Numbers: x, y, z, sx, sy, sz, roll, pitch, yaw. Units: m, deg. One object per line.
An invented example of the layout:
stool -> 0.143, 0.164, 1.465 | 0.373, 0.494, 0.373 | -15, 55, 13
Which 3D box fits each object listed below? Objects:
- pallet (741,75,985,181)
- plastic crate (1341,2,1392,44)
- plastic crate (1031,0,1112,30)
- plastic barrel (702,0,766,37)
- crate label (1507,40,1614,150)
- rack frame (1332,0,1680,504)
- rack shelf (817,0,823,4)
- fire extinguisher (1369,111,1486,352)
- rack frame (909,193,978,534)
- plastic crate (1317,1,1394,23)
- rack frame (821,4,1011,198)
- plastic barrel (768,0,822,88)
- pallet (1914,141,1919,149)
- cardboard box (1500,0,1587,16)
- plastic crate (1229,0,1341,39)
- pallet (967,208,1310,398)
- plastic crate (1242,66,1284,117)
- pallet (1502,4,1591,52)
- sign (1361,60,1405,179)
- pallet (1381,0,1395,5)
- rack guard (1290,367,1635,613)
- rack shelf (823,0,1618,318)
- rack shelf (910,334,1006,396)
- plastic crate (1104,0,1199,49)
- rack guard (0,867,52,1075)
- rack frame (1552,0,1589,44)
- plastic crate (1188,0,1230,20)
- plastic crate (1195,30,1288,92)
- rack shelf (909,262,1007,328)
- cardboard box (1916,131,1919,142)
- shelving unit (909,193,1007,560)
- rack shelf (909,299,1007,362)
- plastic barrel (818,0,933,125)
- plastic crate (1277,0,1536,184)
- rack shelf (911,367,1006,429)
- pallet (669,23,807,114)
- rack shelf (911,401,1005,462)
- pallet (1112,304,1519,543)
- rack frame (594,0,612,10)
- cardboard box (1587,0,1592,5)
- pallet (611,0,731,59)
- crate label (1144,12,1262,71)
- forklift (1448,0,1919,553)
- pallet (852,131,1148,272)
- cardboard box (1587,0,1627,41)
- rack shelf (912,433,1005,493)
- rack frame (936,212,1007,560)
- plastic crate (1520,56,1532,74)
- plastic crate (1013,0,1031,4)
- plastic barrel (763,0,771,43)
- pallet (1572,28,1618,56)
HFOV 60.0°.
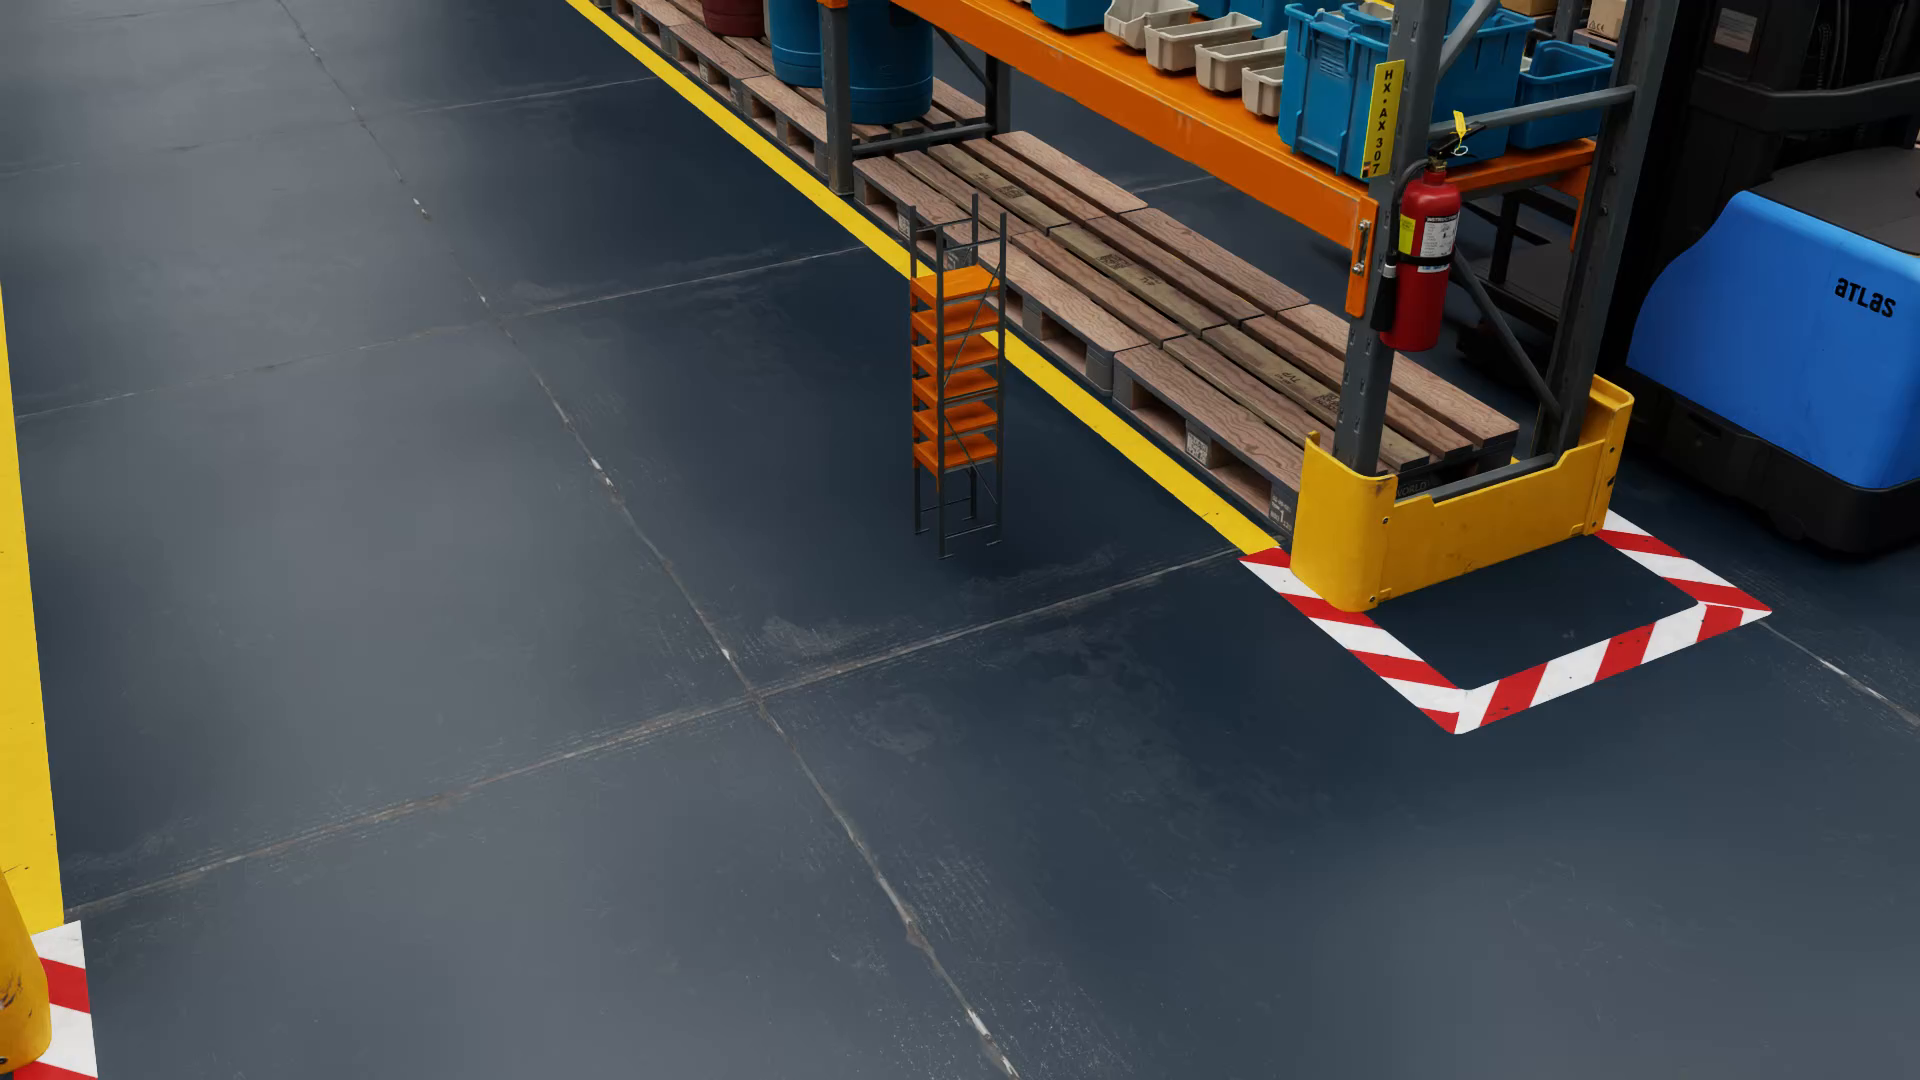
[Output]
pallet -> -0.527, -2.365, 9.246 | 1.003, 0.211, 1.213 | -16, 36, -23
plastic crate -> 1.530, -1.721, 5.756 | 0.416, 0.233, 0.300 | -16, 36, -23
plastic crate -> 0.477, -2.122, 6.381 | 0.416, 0.233, 0.300 | -16, 36, -23
plastic barrel -> -1.299, -3.463, 10.221 | 0.600, 0.588, 0.708 | -16, 36, -23
crate label -> 1.837, -1.407, 5.265 | 0.416, 0.233, 0.303 | -16, 36, -23
rack frame -> 1.661, -1.252, 4.923 | 1.000, 3.000, 0.127 | -16, 36, -23
rack shelf -> -1.136, -3.812, 9.587 | 1.077, 0.370, 4.000 | -16, 36, -23
fire extinguisher -> 1.329, -0.876, 4.754 | 0.296, 0.674, 0.183 | -16, 36, -23
rack frame -> -0.049, -0.556, 5.505 | 0.240, 1.200, 0.006 | -16, 36, -23
plastic crate -> 1.445, -1.864, 6.068 | 0.250, 0.136, 0.298 | -16, 36, -23
rack frame -> -0.204, -3.161, 7.903 | 1.000, 3.000, 0.127 | -16, 36, -23
plastic barrel -> -0.773, -3.056, 9.295 | 0.600, 0.901, 0.708 | -16, 36, -23
pallet -> 5.072, -2.320, 9.175 | 1.003, 0.211, 1.213 | -16, 36, -23
cardboard box -> 3.696, -3.701, 10.655 | 0.500, 0.500, 0.500 | -16, 36, -23
plastic crate -> 1.223, -2.036, 6.246 | 0.416, 0.233, 0.300 | -16, 36, -23
pallet -> 0.746, -1.062, 7.213 | 1.003, 0.211, 1.213 | -16, 36, -23
plastic crate -> 1.121, -1.510, 5.515 | 0.396, 0.136, 0.243 | -16, 36, -23
pallet -> 3.767, -3.609, 11.188 | 1.003, 0.211, 1.213 | -16, 36, -23
sign -> 1.182, -1.174, 4.651 | 0.100, 0.325, 0.005 | -16, 36, -23
pallet -> 3.194, -4.192, 12.098 | 1.003, 0.211, 1.213 | -16, 36, -23
rack guard -> 1.684, -0.191, 5.585 | 1.175, 0.500, 0.348 | -16, 36, -23
rack shelf -> 0.729, -1.903, 6.607 | 1.077, 0.370, 4.000 | -16, 36, -23
rack shelf -> -0.007, -0.576, 5.396 | 0.258, 0.103, 0.180 | -16, 36, -23
plastic crate -> 0.692, -1.915, 6.147 | 0.298, 0.136, 0.250 | -16, 36, -23
rack guard -> -2.709, 1.058, 3.635 | 1.175, 0.500, 0.348 | -16, 36, -23
rack frame -> 4.180, -4.405, 9.845 | 1.000, 3.000, 0.127 | -16, 36, -23
plastic crate -> 1.083, -2.179, 6.470 | 0.416, 0.233, 0.300 | -16, 36, -23
plastic crate -> 0.998, -1.652, 5.736 | 0.396, 0.136, 0.243 | -16, 36, -23
rack shelf -> -0.007, -0.778, 5.267 | 0.258, 0.103, 0.180 | -16, 36, -23
cardboard box -> 5.157, -2.182, 8.516 | 0.500, 0.250, 0.500 | -16, 36, -23
shelving unit -> -0.007, -0.512, 5.437 | 0.258, 1.200, 0.189 | -16, 36, -23
rack shelf -> -0.007, -0.677, 5.332 | 0.258, 0.103, 0.180 | -16, 36, -23
plastic barrel -> -0.442, -2.718, 8.768 | 0.600, 0.901, 0.708 | -16, 36, -23
plastic crate -> 1.340, -1.405, 5.074 | 0.616, 0.435, 0.499 | -16, 36, -23
rack shelf -> -0.007, -0.475, 5.461 | 0.258, 0.103, 0.180 | -16, 36, -23
pallet -> -1.100, -2.948, 10.156 | 1.003, 0.211, 1.213 | -16, 36, -23
rack shelf -> -0.007, -0.374, 5.526 | 0.258, 0.103, 0.180 | -16, 36, -23
pallet -> 1.311, -0.481, 6.305 | 1.003, 0.211, 1.213 | -16, 36, -23
rack frame -> -2.069, -5.070, 10.882 | 1.000, 3.000, 0.127 | -16, 36, -23
cardboard box -> 4.170, -3.830, 10.856 | 0.500, 0.500, 0.500 | -18, 37, -25
pallet -> -1.664, -3.530, 11.064 | 1.003, 0.211, 1.213 | -16, 36, -23
crate label -> 0.847, -1.778, 5.934 | 0.396, 0.136, 0.243 | -16, 36, -23
forklift -> 2.725, -1.966, 6.102 | 1.130, 2.935, 3.031 | -15, 36, -22
pallet -> 0.173, -1.645, 8.123 | 1.003, 0.211, 1.213 | -16, 36, -23
cardboard box -> 4.184, -3.203, 10.054 | 0.500, 0.311, 0.500 | -16, 36, -23
rack shelf -> -0.007, -0.273, 5.591 | 0.258, 0.103, 0.180 | -16, 36, -23
rack frame -> 0.036, -0.468, 5.369 | 0.240, 1.200, 0.006 | -16, 36, -23
plastic crate -> 1.761, -1.541, 5.563 | 0.250, 0.136, 0.298 | -16, 36, -23
plastic crate -> 0.345, -2.361, 6.709 | 0.437, 0.282, 0.530 | -16, 36, -23
plastic barrel -> -0.957, -3.184, 9.856 | 0.421, 0.512, 0.421 | 0, 33, 0
pallet -> 4.499, -2.903, 10.085 | 1.003, 0.211, 1.213 | -16, 36, -23
